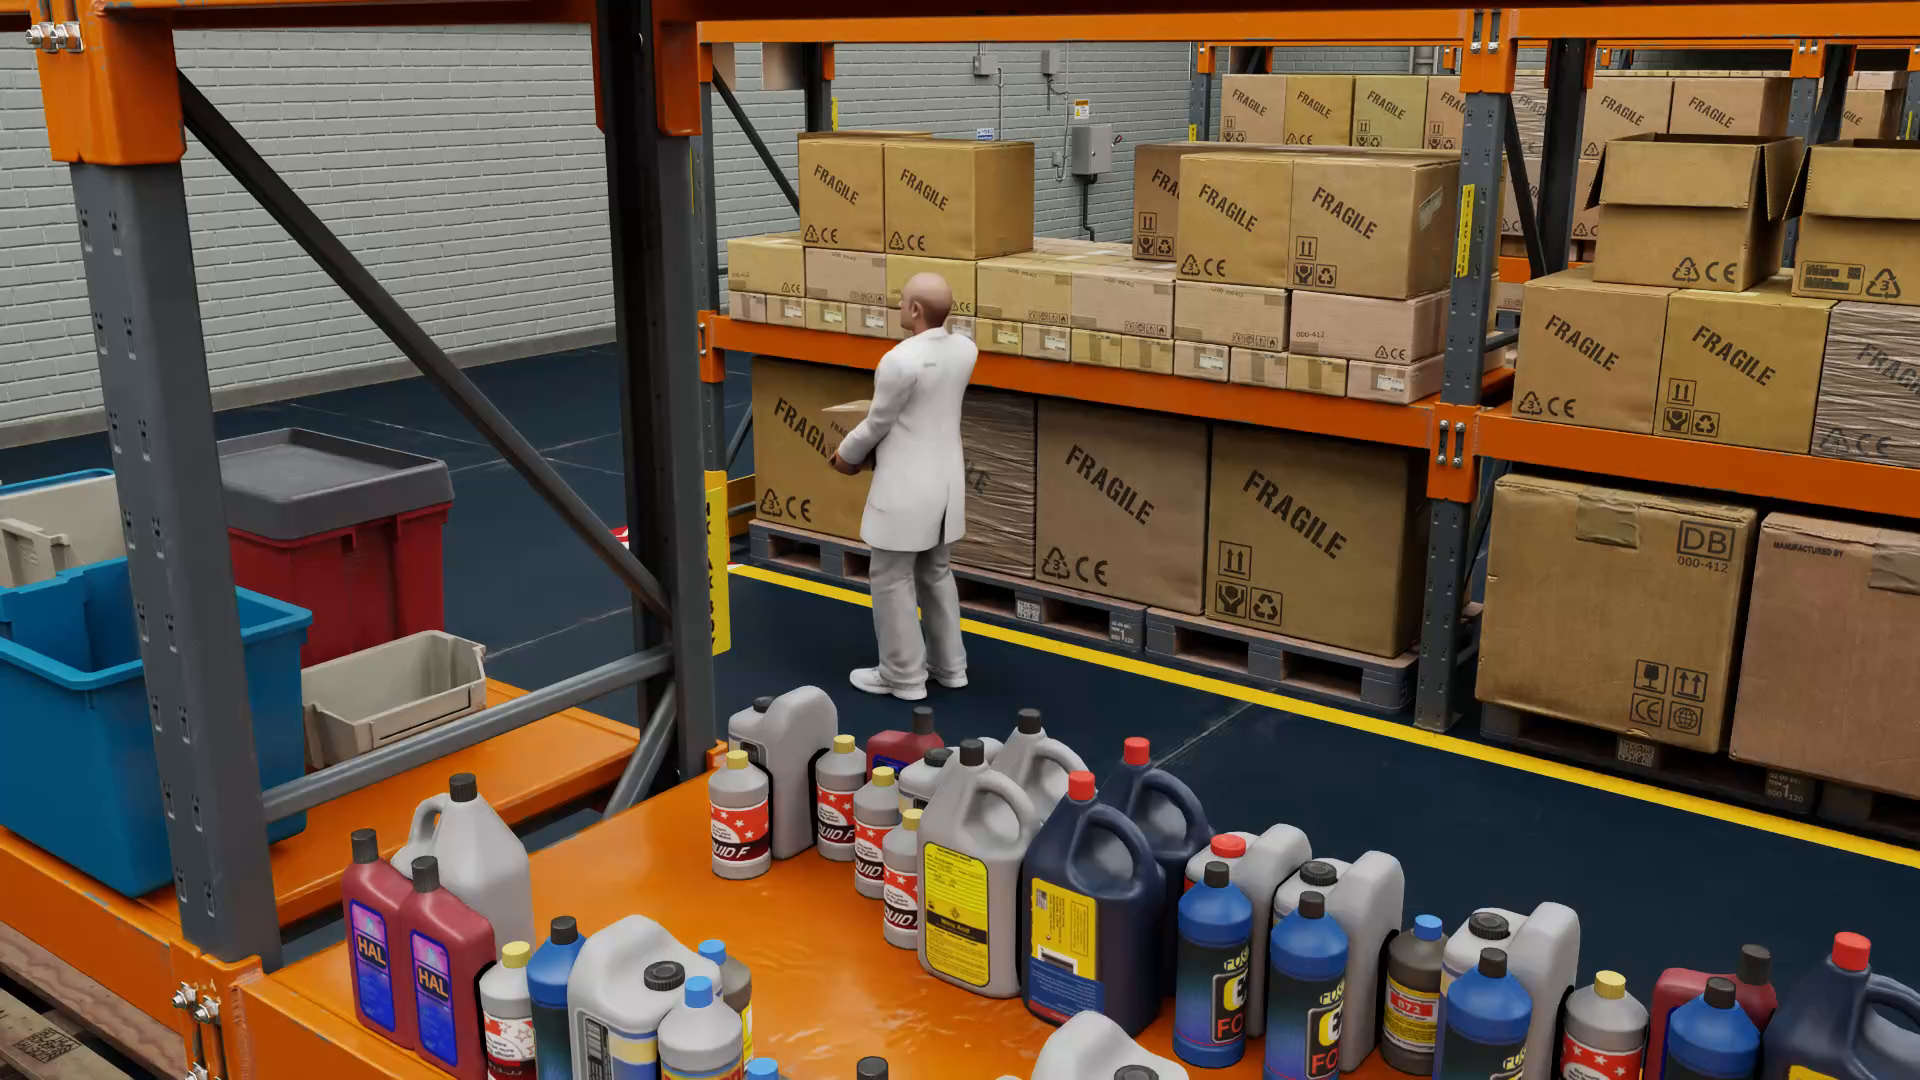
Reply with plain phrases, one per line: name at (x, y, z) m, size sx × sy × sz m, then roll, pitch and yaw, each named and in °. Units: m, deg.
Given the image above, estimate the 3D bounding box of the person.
person at (-0.250, -0.229, 6.859) m, size 0.555 × 1.771 × 0.529 m, roll 12°, pitch 20°, yaw 36°
